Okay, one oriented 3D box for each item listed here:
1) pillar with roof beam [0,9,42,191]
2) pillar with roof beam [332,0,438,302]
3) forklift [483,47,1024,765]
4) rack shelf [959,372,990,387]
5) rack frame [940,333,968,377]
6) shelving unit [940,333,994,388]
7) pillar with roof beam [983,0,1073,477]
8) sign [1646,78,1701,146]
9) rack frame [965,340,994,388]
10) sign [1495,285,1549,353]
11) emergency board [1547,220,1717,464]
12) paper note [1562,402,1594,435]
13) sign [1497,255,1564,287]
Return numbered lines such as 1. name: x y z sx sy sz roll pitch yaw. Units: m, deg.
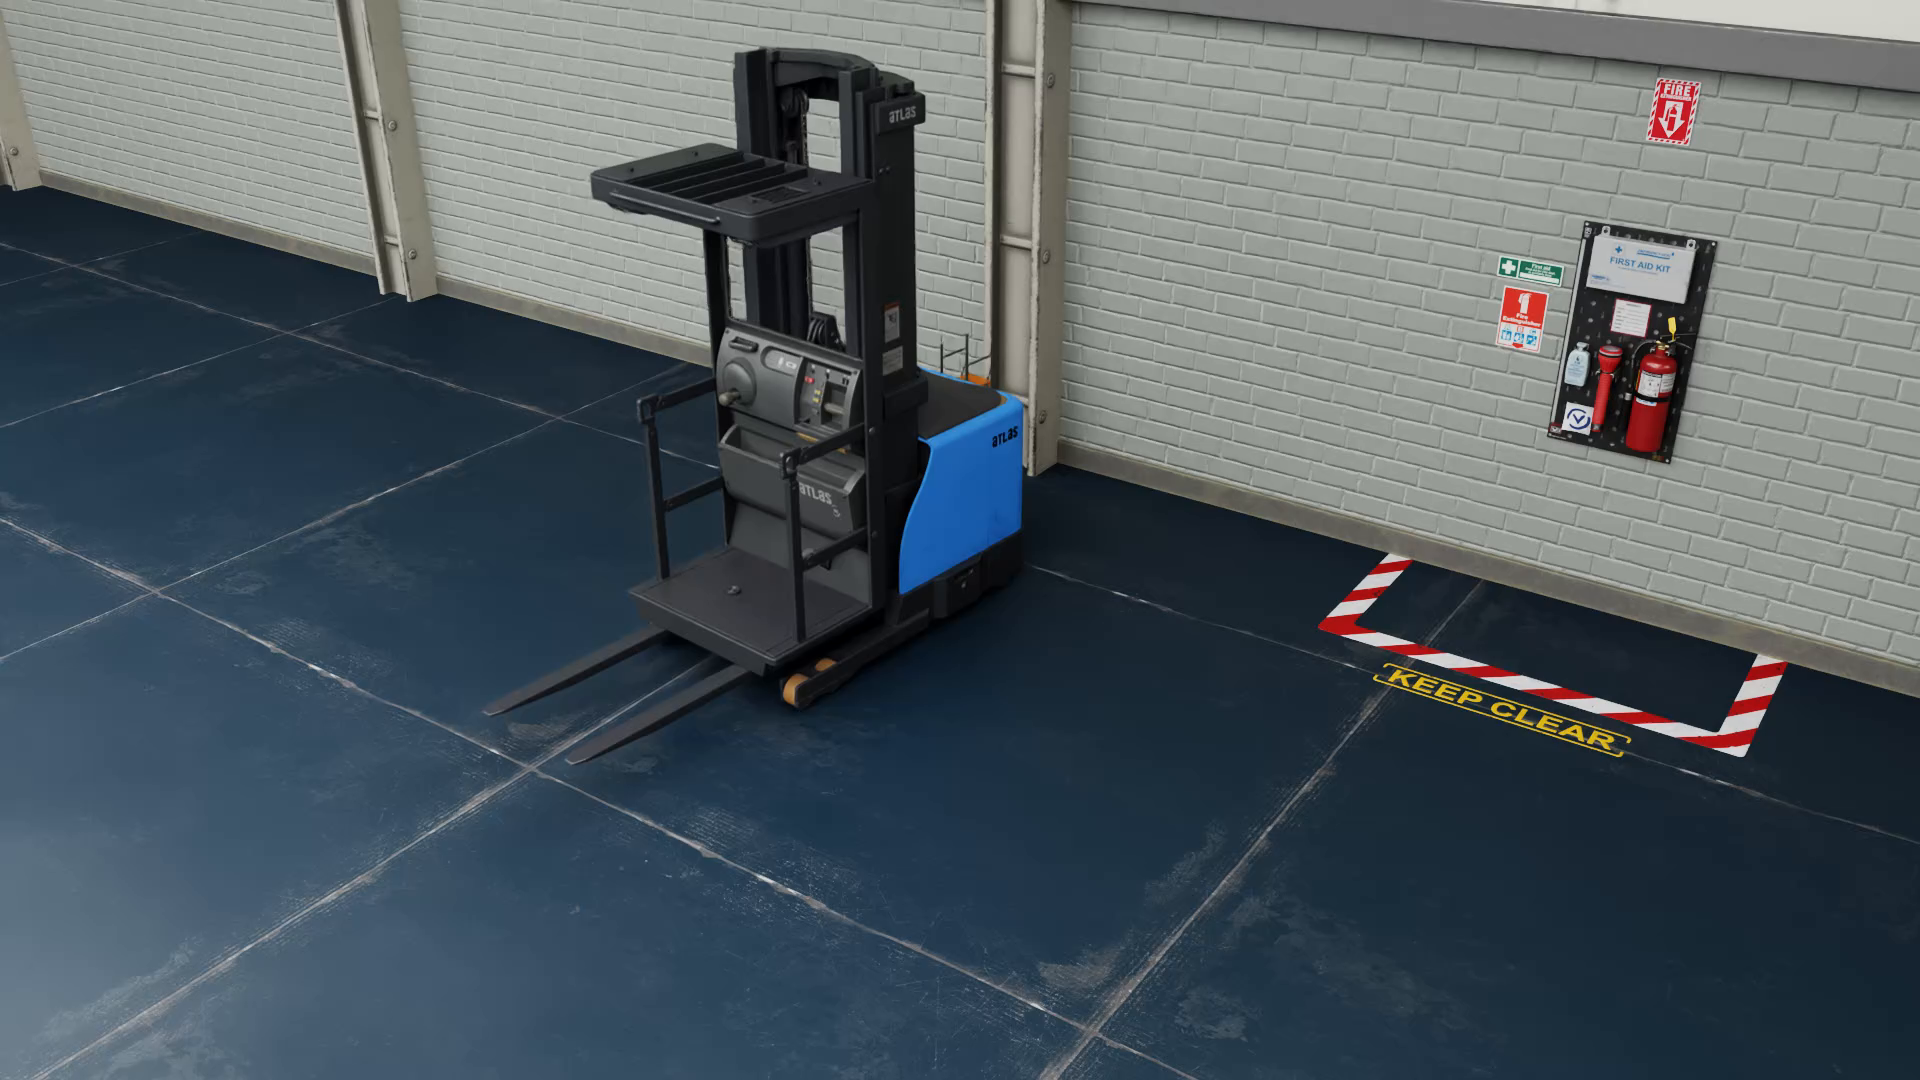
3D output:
1. pillar with roof beam: -11.935 -5.990 11.599 0.400 9.000 9.100 17 32 30
2. pillar with roof beam: -6.989 -4.450 8.572 0.400 9.000 9.100 17 32 30
3. forklift: -0.980 -0.740 7.972 1.130 2.935 3.031 21 34 35
4. rack shelf: 0.038 -0.847 9.396 0.180 0.103 0.258 21 34 35
5. rack frame: -0.032 -0.593 9.592 0.006 1.200 0.240 21 34 35
6. shelving unit: 0.038 -0.566 9.539 0.189 1.200 0.258 21 34 35
7. pillar with roof beam: -2.044 -2.909 5.544 0.400 9.000 9.100 17 32 30
8. sign: 3.374 -2.025 7.867 0.199 0.298 0.001 17 32 30
9. rack frame: 0.108 -0.539 9.486 0.006 1.200 0.240 21 34 35
10. sign: 2.927 -1.149 8.662 0.234 0.329 0.001 17 32 30
11. emergency board: 3.324 -0.953 8.315 0.643 1.169 0.194 17 32 30
12. paper note: 3.217 -0.631 8.655 0.142 0.148 0.016 17 32 30
13. sign: 2.925 -1.381 8.533 0.331 0.109 0.001 17 32 30
